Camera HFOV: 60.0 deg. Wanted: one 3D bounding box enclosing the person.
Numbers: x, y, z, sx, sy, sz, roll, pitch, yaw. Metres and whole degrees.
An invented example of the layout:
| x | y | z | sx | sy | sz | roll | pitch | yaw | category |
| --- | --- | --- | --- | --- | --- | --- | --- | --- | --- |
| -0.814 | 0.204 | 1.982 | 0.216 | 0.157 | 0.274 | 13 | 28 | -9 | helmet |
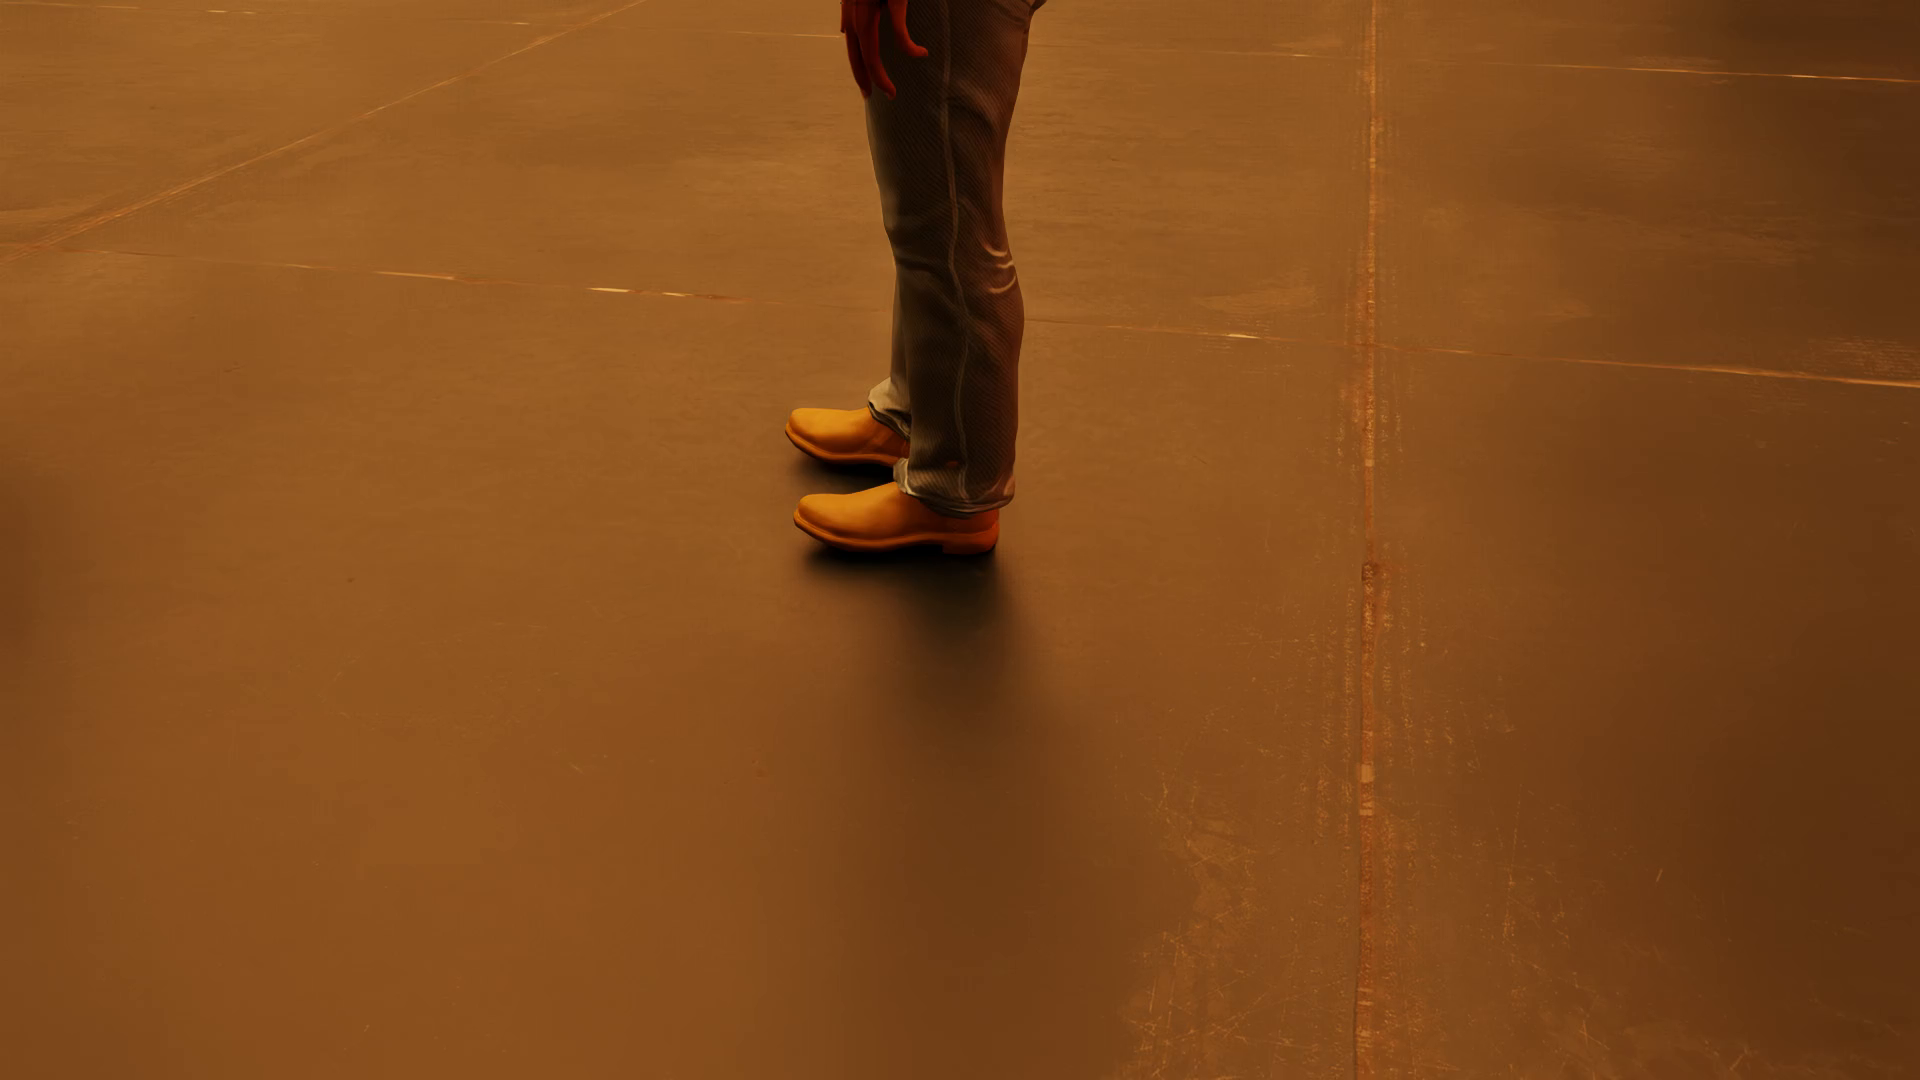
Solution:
| x | y | z | sx | sy | sz | roll | pitch | yaw | category |
| --- | --- | --- | --- | --- | --- | --- | --- | --- | --- |
| -0.067 | -0.804 | 2.117 | 0.575 | 1.768 | 0.666 | 6 | 27 | 11 | person |
